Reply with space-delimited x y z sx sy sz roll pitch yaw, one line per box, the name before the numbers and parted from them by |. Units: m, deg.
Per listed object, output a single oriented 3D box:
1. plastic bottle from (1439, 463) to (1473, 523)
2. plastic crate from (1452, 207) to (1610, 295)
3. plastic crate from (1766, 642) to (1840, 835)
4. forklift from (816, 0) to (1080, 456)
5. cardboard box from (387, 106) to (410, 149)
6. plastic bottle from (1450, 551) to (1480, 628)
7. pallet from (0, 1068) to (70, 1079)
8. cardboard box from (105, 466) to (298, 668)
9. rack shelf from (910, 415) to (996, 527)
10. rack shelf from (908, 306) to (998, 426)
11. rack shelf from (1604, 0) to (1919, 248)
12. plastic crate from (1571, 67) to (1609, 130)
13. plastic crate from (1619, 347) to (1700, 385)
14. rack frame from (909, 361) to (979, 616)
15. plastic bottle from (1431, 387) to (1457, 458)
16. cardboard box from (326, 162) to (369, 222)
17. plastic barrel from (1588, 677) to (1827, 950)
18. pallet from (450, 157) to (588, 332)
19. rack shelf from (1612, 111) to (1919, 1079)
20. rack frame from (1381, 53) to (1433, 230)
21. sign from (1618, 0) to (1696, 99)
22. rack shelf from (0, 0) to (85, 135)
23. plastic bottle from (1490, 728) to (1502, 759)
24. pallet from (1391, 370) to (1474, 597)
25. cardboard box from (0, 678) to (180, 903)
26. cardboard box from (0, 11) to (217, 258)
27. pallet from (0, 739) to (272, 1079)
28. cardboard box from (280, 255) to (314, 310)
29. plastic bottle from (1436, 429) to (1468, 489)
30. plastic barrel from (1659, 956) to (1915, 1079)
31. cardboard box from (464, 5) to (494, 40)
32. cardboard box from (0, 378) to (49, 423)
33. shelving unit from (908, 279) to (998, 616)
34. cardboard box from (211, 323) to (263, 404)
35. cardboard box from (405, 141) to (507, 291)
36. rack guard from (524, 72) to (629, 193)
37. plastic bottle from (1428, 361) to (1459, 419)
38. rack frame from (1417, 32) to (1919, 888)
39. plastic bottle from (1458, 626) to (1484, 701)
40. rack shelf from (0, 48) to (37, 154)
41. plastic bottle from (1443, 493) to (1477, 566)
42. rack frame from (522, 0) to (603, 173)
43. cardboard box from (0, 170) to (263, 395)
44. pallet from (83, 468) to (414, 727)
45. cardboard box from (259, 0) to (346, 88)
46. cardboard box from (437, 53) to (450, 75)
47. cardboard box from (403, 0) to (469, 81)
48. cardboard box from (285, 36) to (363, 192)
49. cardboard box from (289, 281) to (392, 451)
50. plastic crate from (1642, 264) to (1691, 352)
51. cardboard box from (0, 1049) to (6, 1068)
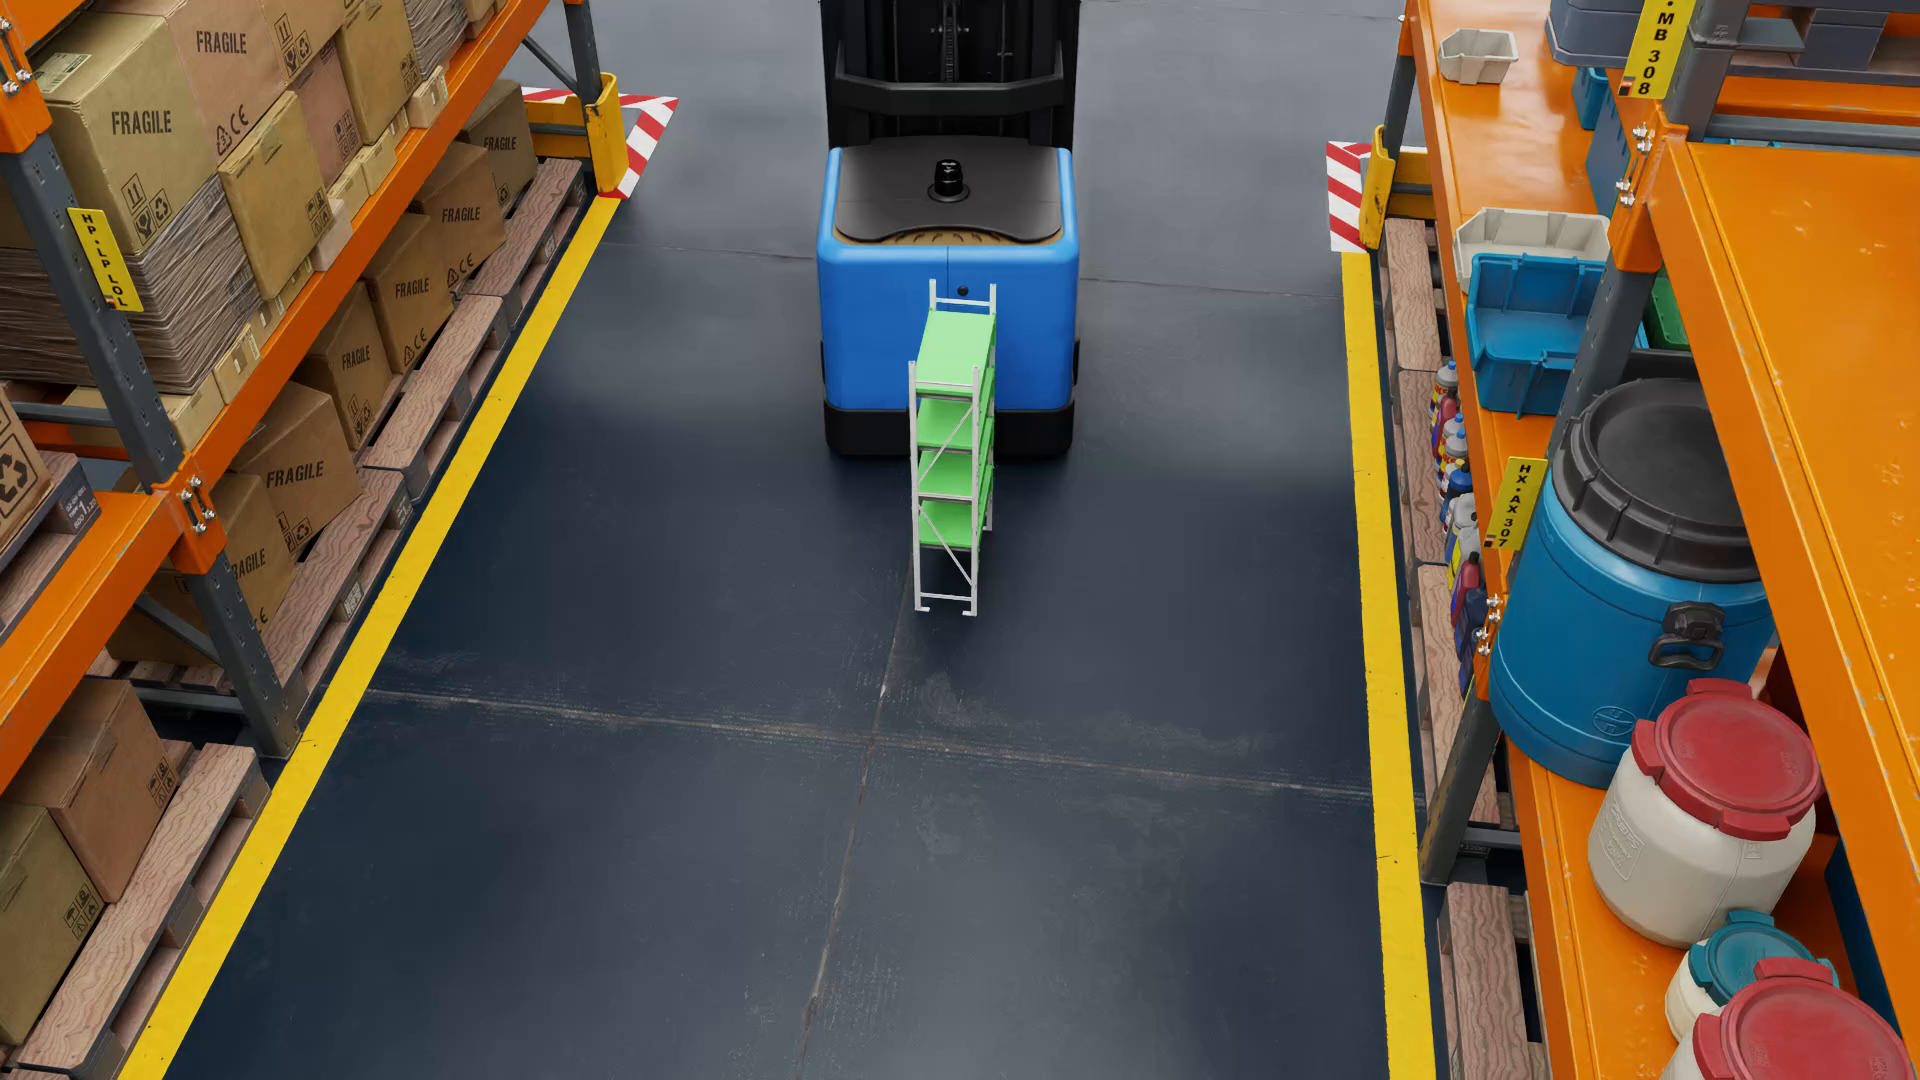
plastic bottle | 1.929 -0.185 6.428 0.097 0.271 0.097 0 43 0
plastic crate | 1.998 -0.971 5.786 0.530 0.136 0.437 5 44 6
plastic crate | 2.273 0.398 4.102 0.402 0.464 0.583 5 44 6
forklift | -0.040 -2.409 7.162 1.130 2.935 3.031 0 43 0
cardboard box | -2.376 -1.613 6.455 0.380 0.149 0.250 5 44 6
plastic bottle | 1.839 0.179 6.035 0.061 0.283 0.133 8 44 8
pallet | -3.136 1.990 4.495 1.003 0.211 1.213 5 44 6
cardboard box | -2.783 0.099 5.976 0.500 0.500 0.500 4 44 4
rack shelf | -0.022 -0.276 6.262 0.258 0.148 0.480 5 44 6
rack shelf | -0.022 -0.625 5.932 0.258 0.148 0.480 5 44 6
rack shelf | 2.299 -2.128 5.157 1.077 0.370 4.000 5 44 6
plastic crate | 2.702 -1.799 6.576 0.499 0.251 0.408 5 44 6
plastic crate | 2.229 -0.260 4.888 0.767 0.338 0.504 5 44 6
rack frame | -0.054 -0.157 6.043 0.240 1.200 0.015 5 44 6
plastic bottle | 1.966 -0.477 6.727 0.061 0.283 0.133 6 44 6
cardboard box | -2.408 -1.269 6.092 0.380 0.149 0.250 5 44 6
plastic barrel | 1.690 0.646 3.788 0.433 0.535 0.433 0 43 0
pallet | -2.499 -1.499 8.179 1.003 0.211 1.213 5 44 6
rack shelf | 1.770 0.598 2.278 1.077 0.370 4.000 5 44 6
rack frame | 2.563 -2.663 7.381 1.000 3.000 0.127 5 44 6
sign | 1.490 -1.087 3.528 0.100 0.325 0.005 5 44 6
rack shelf | -2.611 -2.578 5.633 1.077 0.370 4.000 5 44 6
plastic bottle | 1.773 0.644 5.604 0.097 0.201 0.097 0 43 0
pallet | 2.323 -0.212 6.821 1.003 0.211 1.213 5 44 6
cardboard box | -2.978 0.777 5.246 0.700 0.500 0.500 2 43 2
cardboard box | -2.564 -1.178 4.796 0.500 0.500 0.500 5 44 6
pallet | -2.977 1.156 5.376 1.003 0.211 1.213 5 44 6
cardboard box | -2.474 -0.929 5.732 0.380 0.149 0.250 5 44 6
plastic bottle | 1.956 -0.323 6.574 0.097 0.271 0.097 0 43 0
plastic barrel | 1.593 1.146 3.260 0.433 0.535 0.433 0 43 0
cardboard box | -2.244 -2.295 7.175 0.380 0.149 0.250 5 44 6
cardboard box | -3.138 -0.469 5.247 0.380 0.149 0.250 5 44 6
shelving unit | -0.022 -0.323 6.218 0.258 1.200 0.503 5 44 6
cardboard box | -2.503 -0.584 5.368 0.380 0.149 0.250 5 44 6
cardboard box | -2.491 -1.524 7.690 0.500 0.500 0.500 16 46 16
rack guard | -2.357 -2.154 8.661 1.175 0.500 0.348 5 44 6
plastic bottle | 2.014 -0.625 6.893 0.097 0.271 0.097 0 43 0
rack frame | 2.034 0.063 4.502 1.000 3.000 0.127 5 44 6
plastic bottle | 1.834 0.400 5.753 0.144 0.351 0.185 4 44 4
rack shelf | -3.140 0.148 2.754 1.077 0.370 4.000 5 44 6
plastic bottle | 1.927 -0.034 6.265 0.152 0.276 0.135 6 44 6
rack frame | -2.347 -3.113 7.856 1.000 3.000 0.127 5 44 6
cardboard box | -2.755 -0.833 5.159 0.875 0.500 0.500 5 44 6
pallet | -2.822 0.164 6.423 1.003 0.211 1.213 5 44 6
cardboard box | -2.433 -1.860 5.516 0.500 0.500 0.500 5 44 6
cardboard box | -2.329 -1.956 6.817 0.380 0.149 0.250 5 44 6
cardboard box | -2.503 -2.197 6.599 0.875 0.500 0.500 5 44 6
cardboard box | -2.687 -1.520 5.885 0.875 0.500 0.500 5 44 6
cardboard box | -2.710 -0.722 6.844 0.500 0.500 0.500 2 43 2
plastic crate | 2.493 -0.760 5.525 0.450 0.188 0.662 5 44 6
cardboard box | -3.133 1.482 4.501 0.700 0.500 0.500 2 43 2
